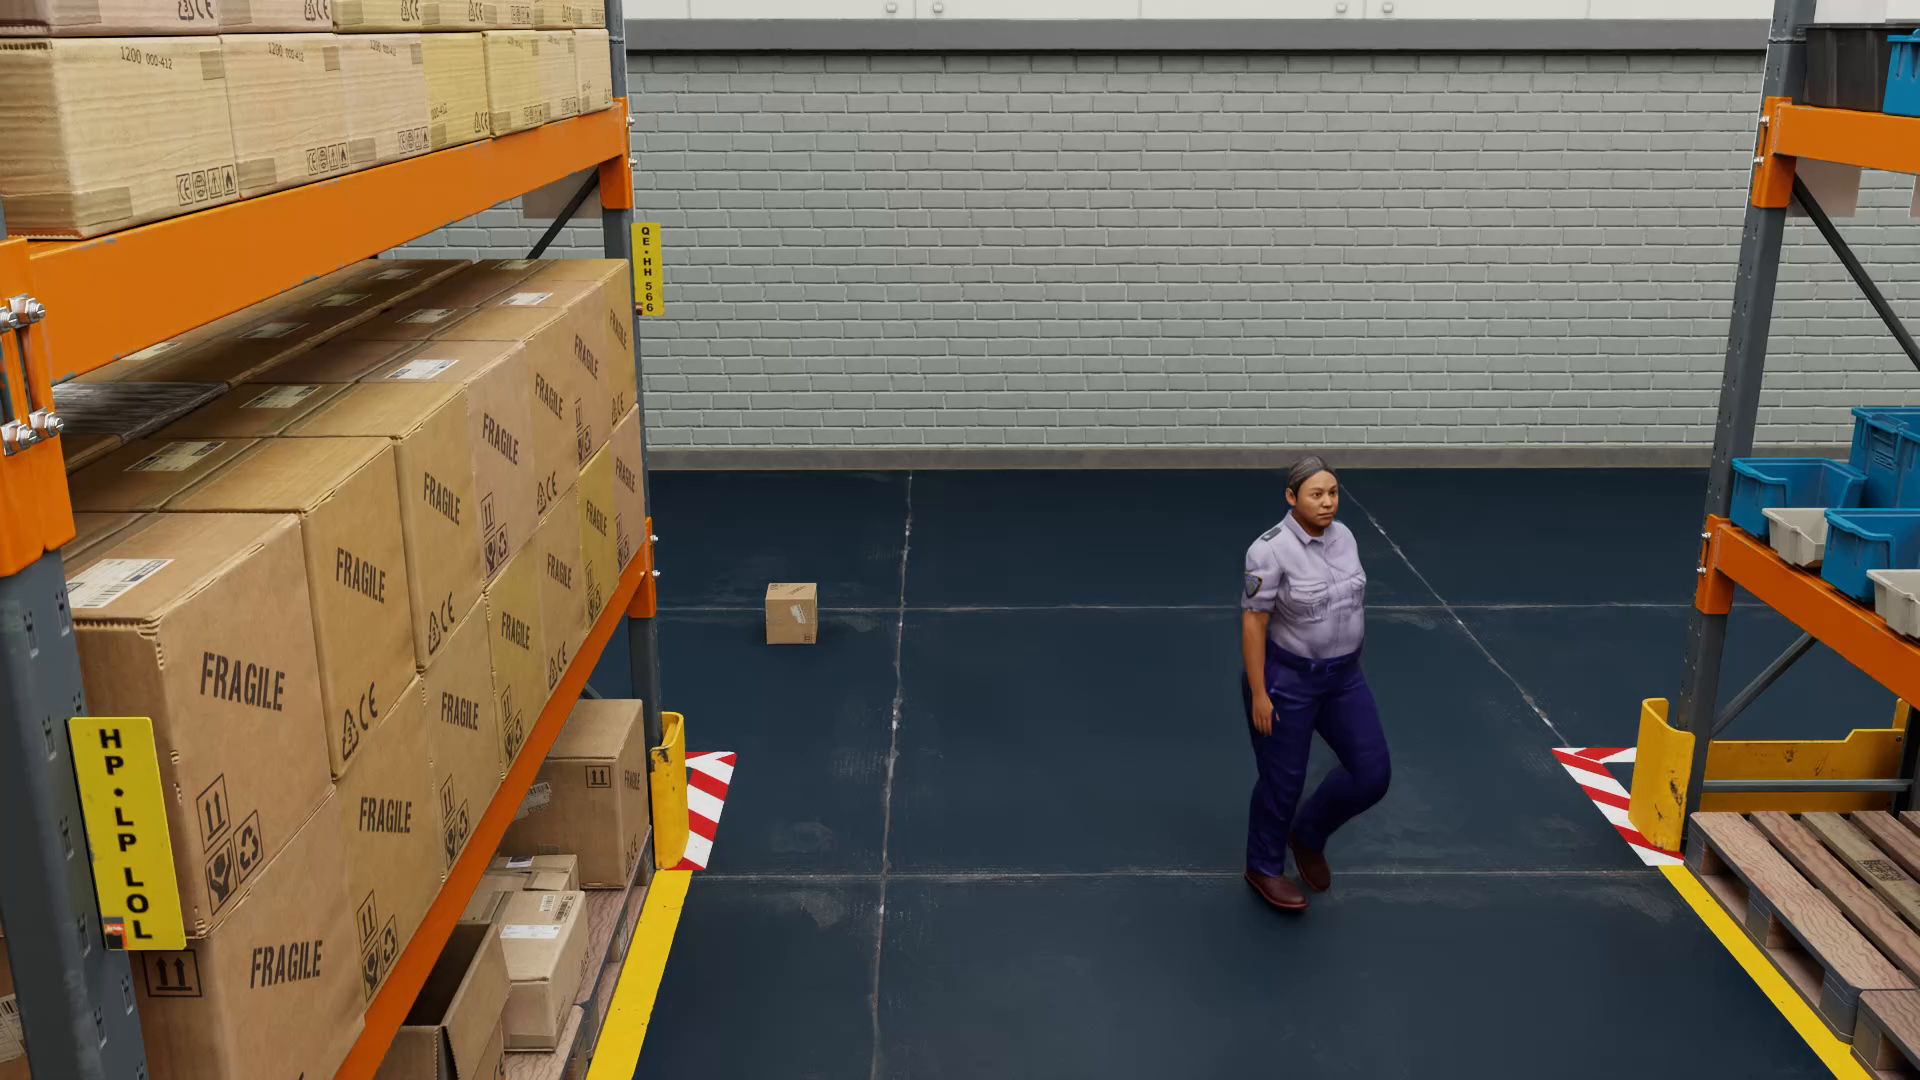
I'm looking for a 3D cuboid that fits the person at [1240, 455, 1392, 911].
[{"bbox_3d":[1.235,0.529,5.810,0.510,1.667,0.433,-9,19,-27],"label":"person"}]
